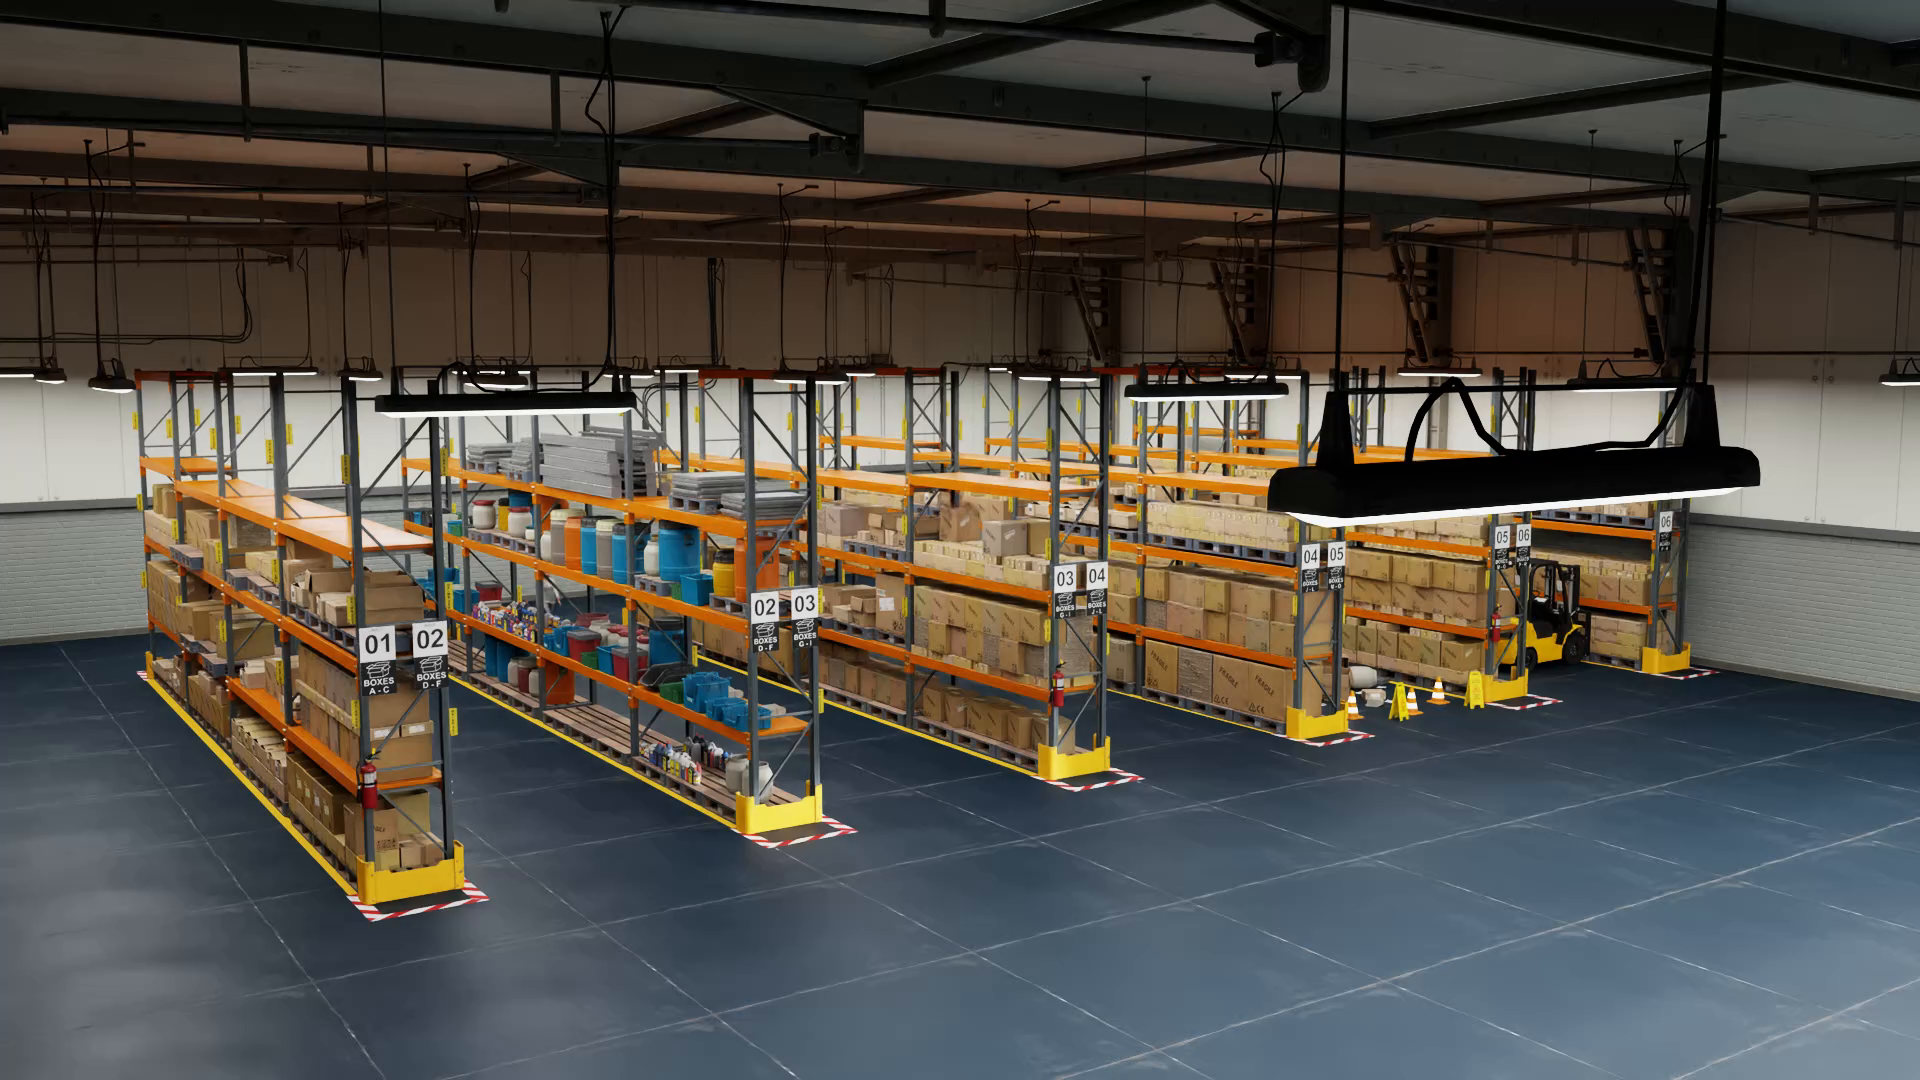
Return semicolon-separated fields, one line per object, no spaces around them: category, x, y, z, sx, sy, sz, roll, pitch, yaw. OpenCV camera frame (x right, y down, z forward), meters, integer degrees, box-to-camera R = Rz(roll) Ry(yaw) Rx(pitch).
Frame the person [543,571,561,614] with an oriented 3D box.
person;-9.168;1.389;36.989;0.454;1.509;0.971;-5;8;-37

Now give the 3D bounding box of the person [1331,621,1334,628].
person;8.434;1.132;38.249;0.401;1.789;0.603;3;7;24
